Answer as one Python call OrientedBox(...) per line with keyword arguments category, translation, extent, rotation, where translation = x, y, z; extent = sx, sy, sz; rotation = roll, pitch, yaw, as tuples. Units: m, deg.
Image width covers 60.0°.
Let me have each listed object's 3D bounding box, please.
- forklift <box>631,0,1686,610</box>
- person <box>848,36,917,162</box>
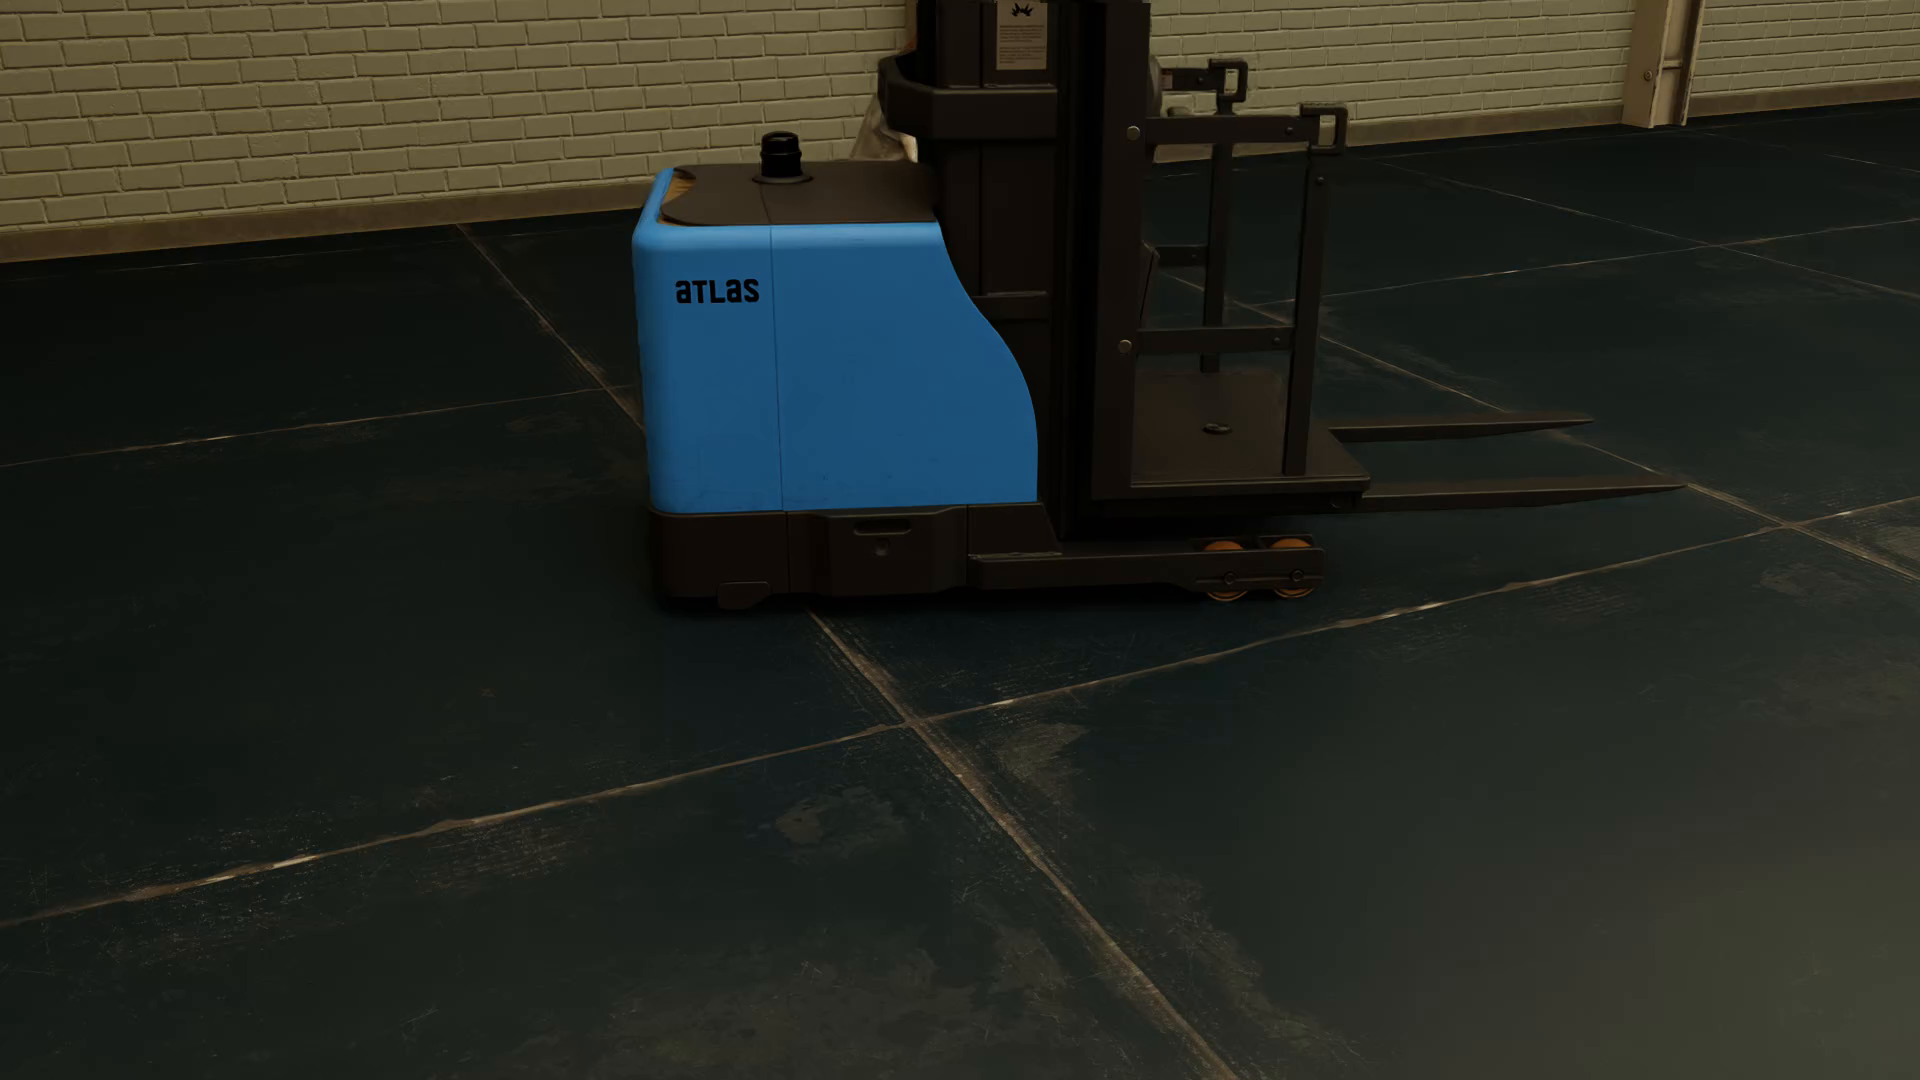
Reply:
OrientedBox(category="forklift", translation=(0.612, -1.382, 4.612), extent=(3.031, 2.935, 1.130), rotation=(-2, 23, -5))
OrientedBox(category="person", translation=(-0.095, -1.233, 6.343), extent=(0.766, 1.361, 1.208), rotation=(-2, 23, -5))
